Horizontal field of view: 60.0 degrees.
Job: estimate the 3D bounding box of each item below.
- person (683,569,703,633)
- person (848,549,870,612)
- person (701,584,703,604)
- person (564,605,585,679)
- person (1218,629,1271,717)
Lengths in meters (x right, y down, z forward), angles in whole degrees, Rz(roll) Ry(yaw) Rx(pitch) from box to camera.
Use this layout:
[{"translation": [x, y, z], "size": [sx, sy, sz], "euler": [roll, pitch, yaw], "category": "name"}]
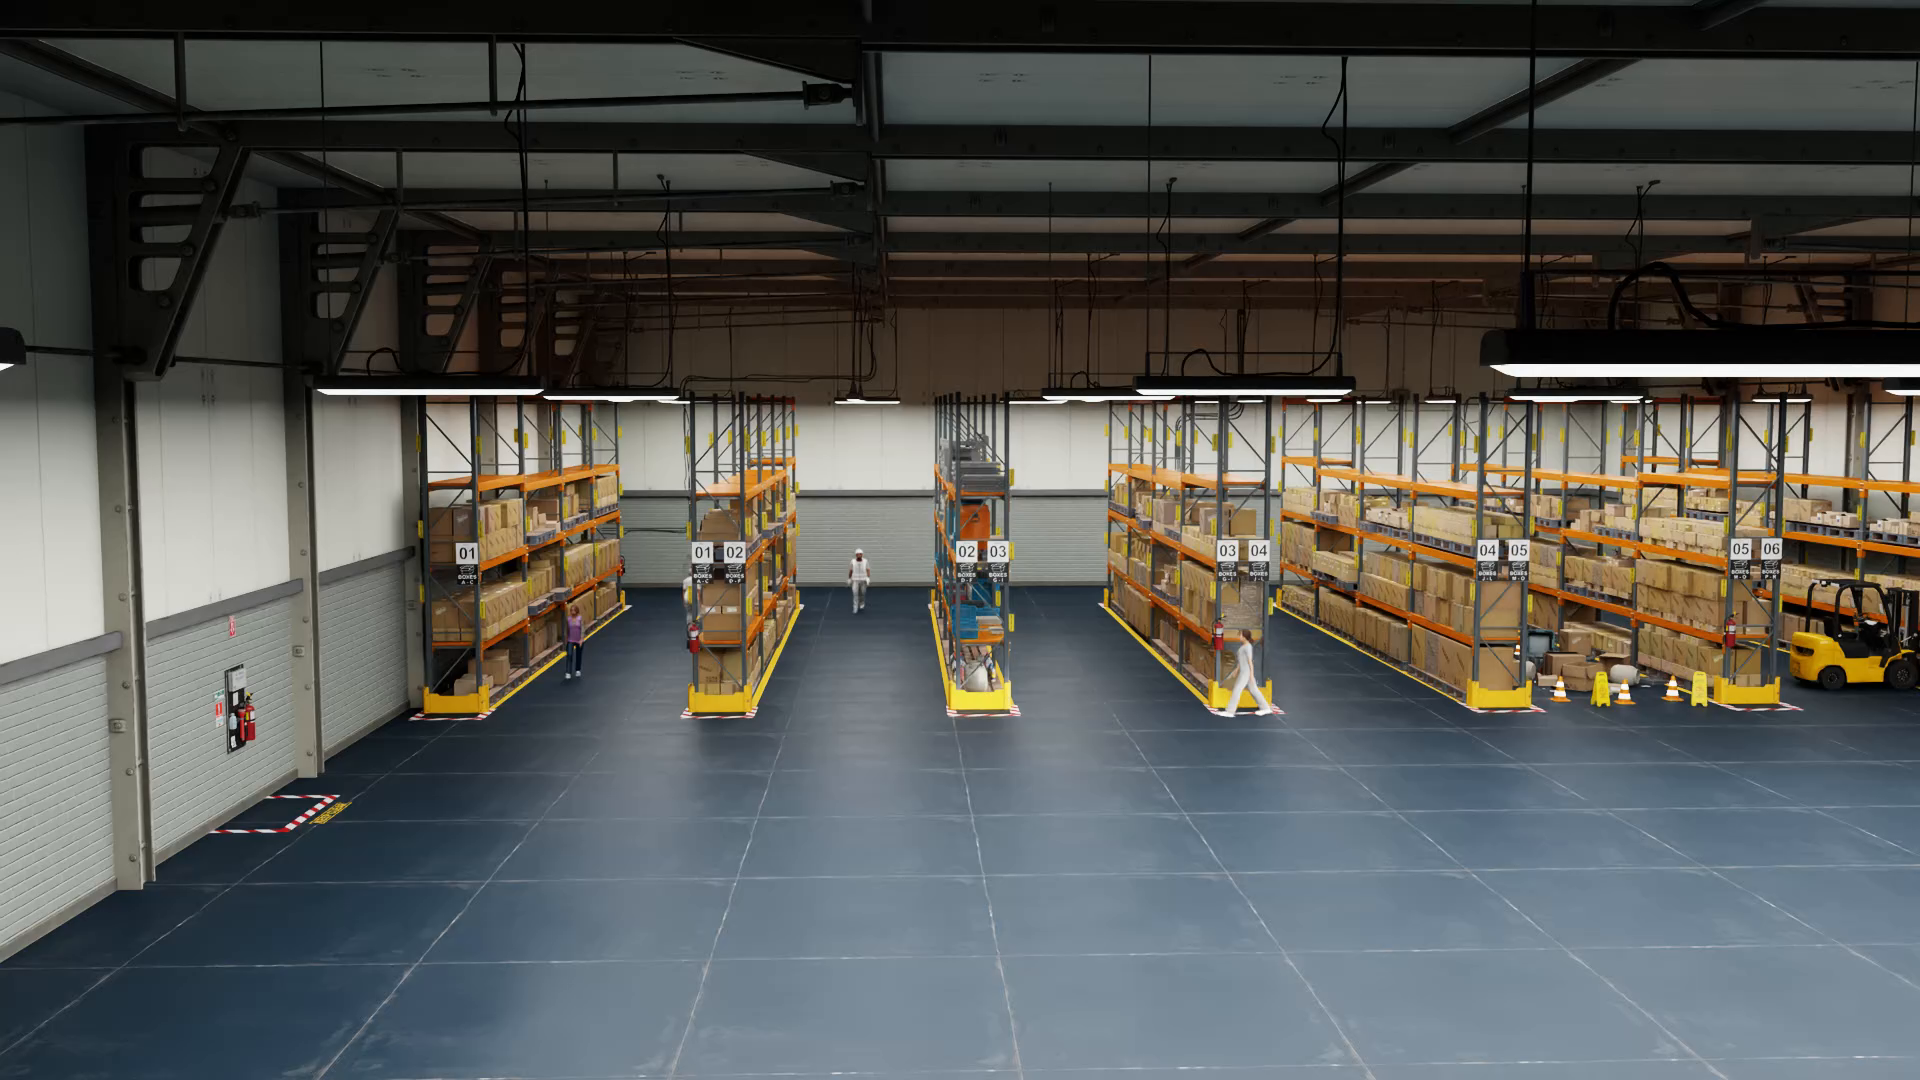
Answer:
[{"translation": [-6.753, 1.541, 41.947], "size": [0.543, 1.660, 0.506], "euler": [2, 5, 23], "category": "person"}, {"translation": [-2.811, 1.113, 46.394], "size": [0.611, 1.715, 1.054], "euler": [-1, 5, -7], "category": "person"}, {"translation": [-7.295, 1.216, 46.220], "size": [0.539, 1.715, 0.390], "euler": [4, 6, 43], "category": "person"}, {"translation": [-8.092, 2.134, 34.890], "size": [0.433, 1.546, 0.967], "euler": [-1, 5, -14], "category": "person"}, {"translation": [5.252, 2.448, 30.629], "size": [0.997, 1.628, 0.473], "euler": [0, 5, 3], "category": "person"}]
